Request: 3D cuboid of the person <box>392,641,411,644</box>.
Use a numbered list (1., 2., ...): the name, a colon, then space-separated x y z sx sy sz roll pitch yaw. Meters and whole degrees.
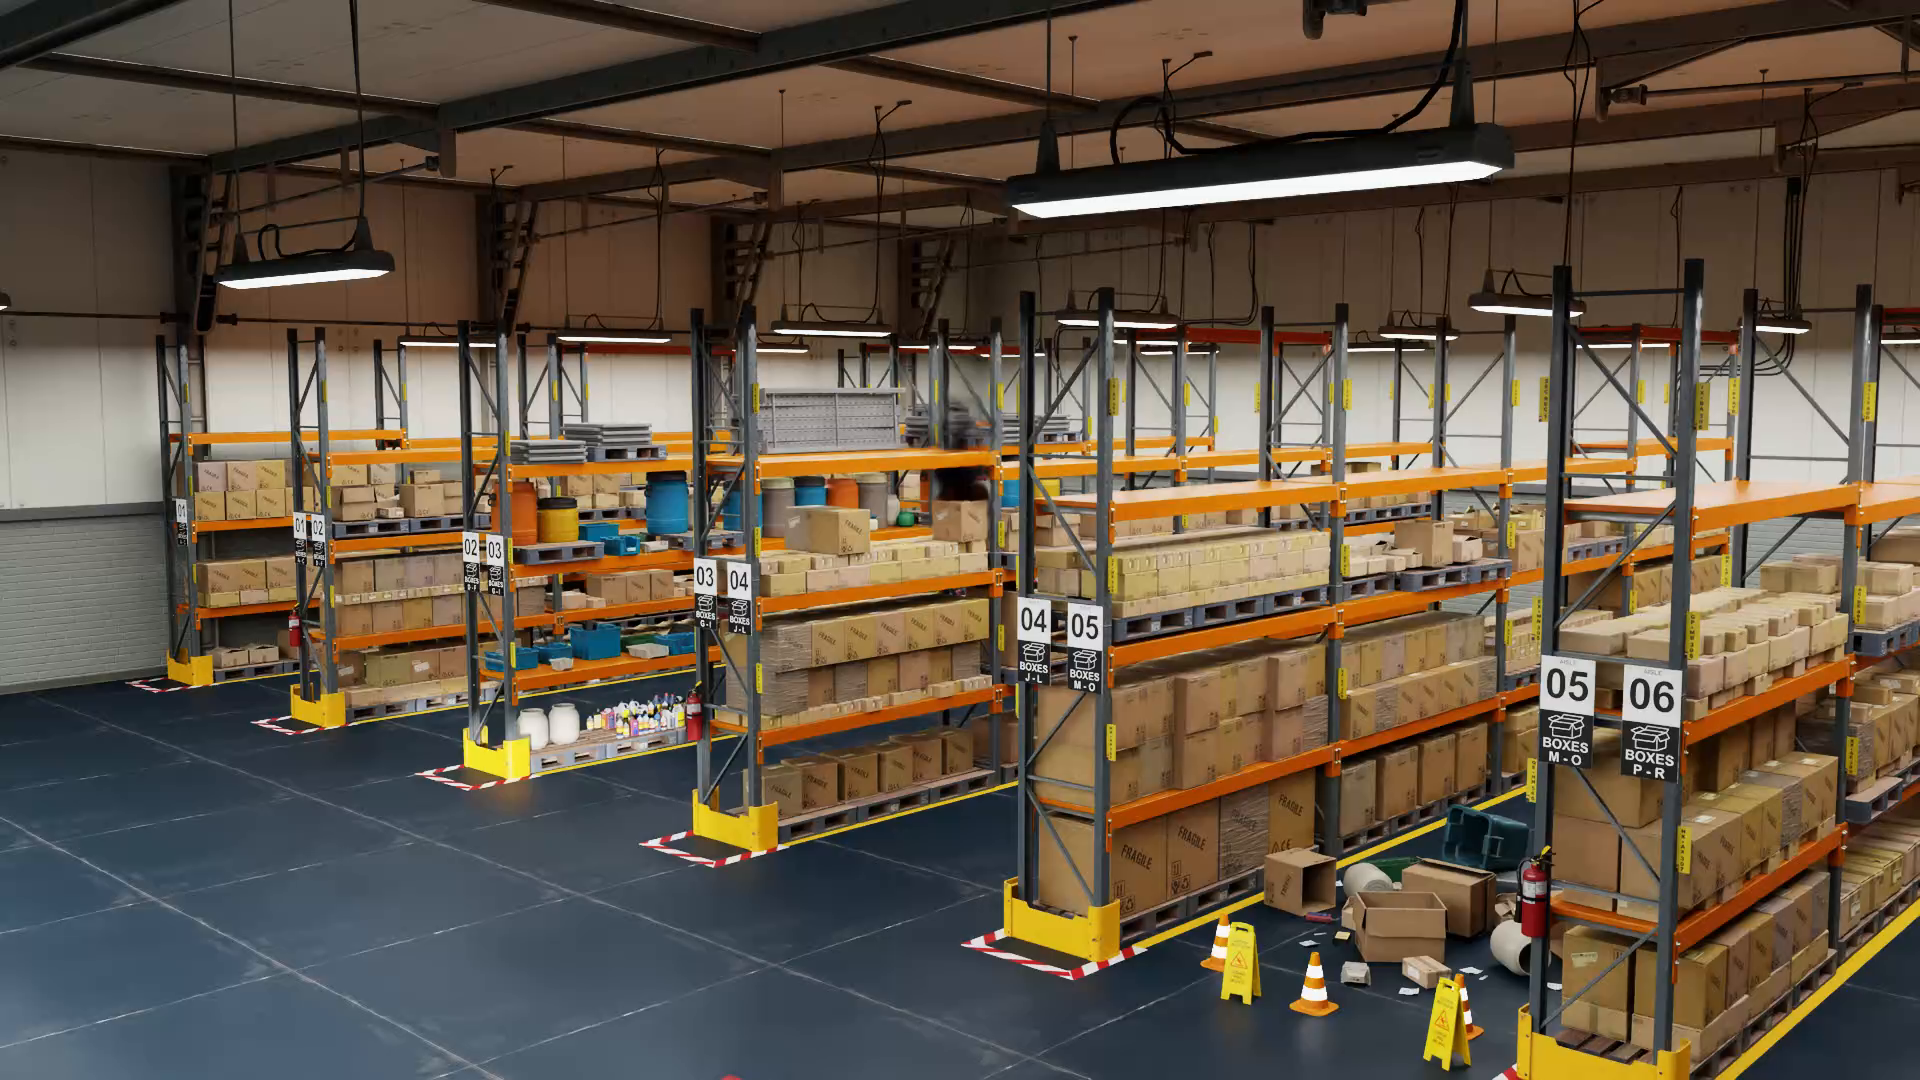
1. person: -9.547 1.635 28.424 0.653 1.758 0.647 4 7 38
